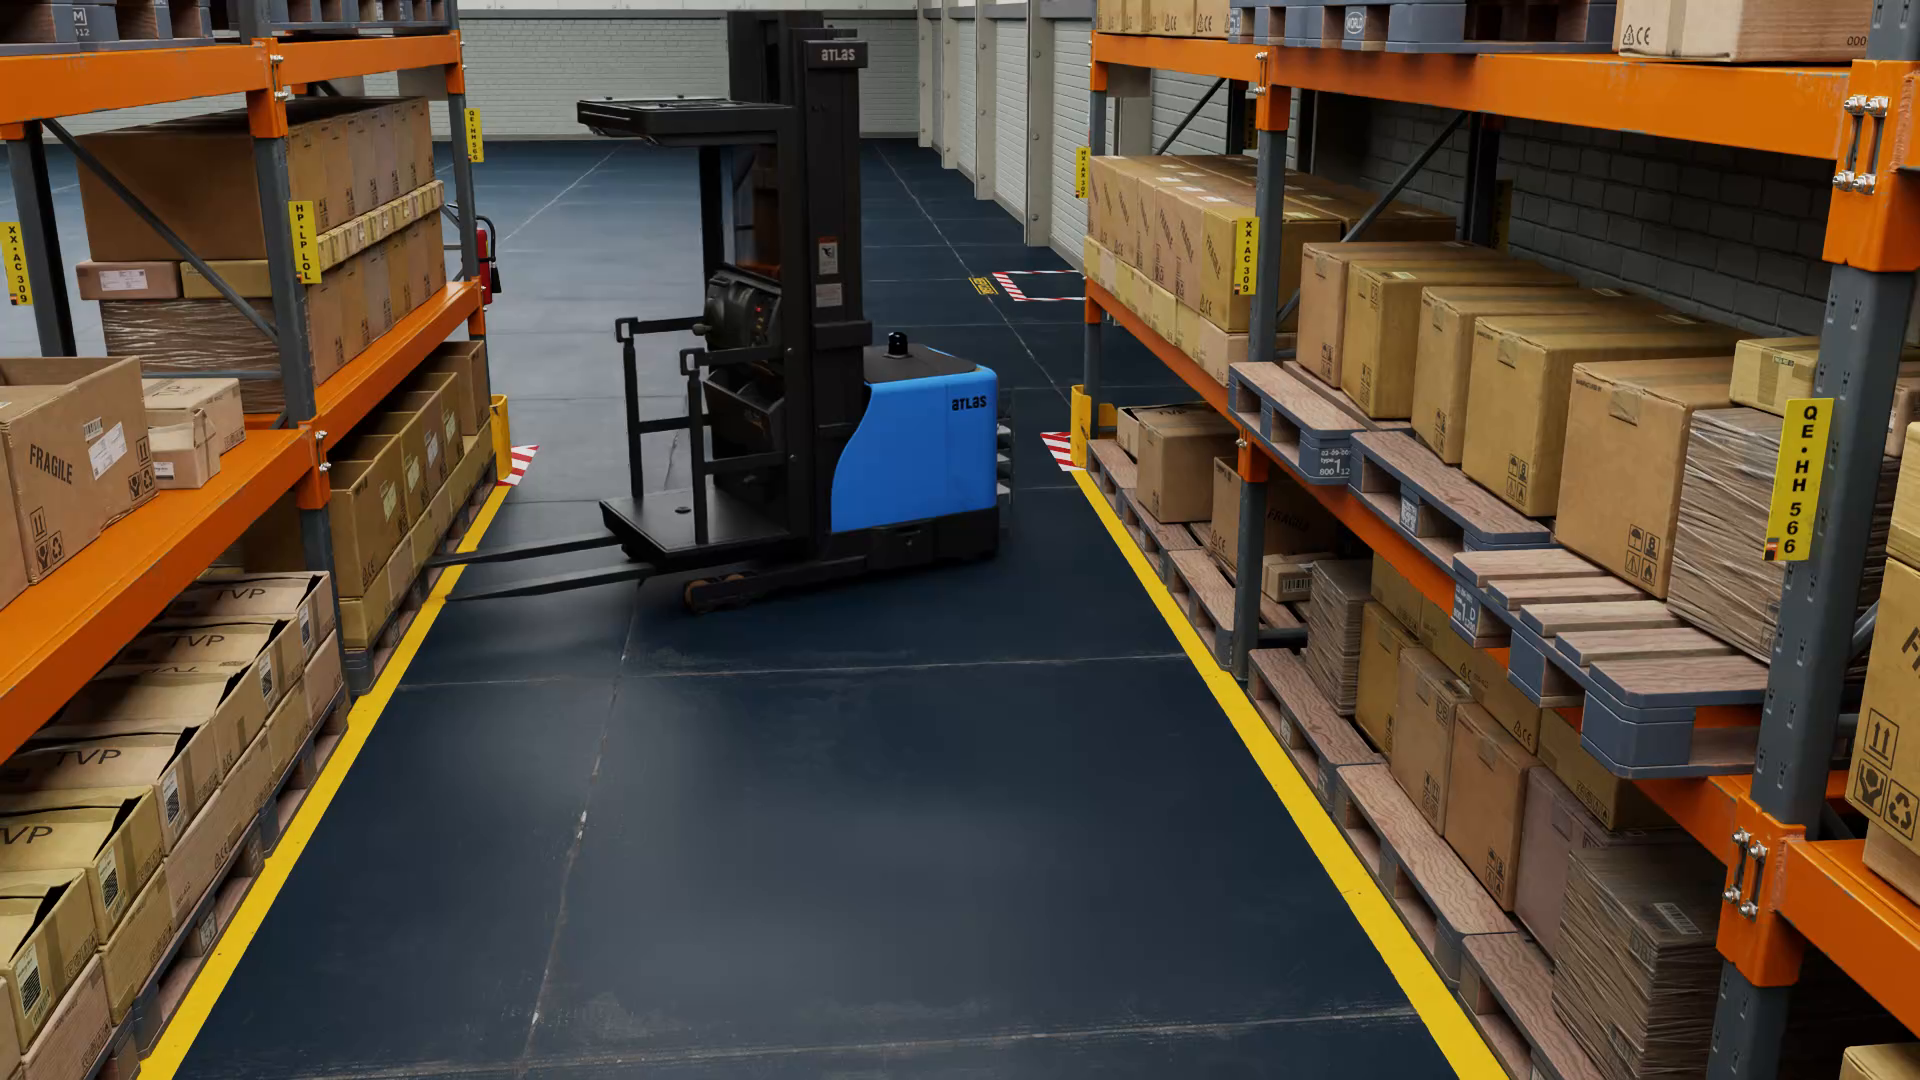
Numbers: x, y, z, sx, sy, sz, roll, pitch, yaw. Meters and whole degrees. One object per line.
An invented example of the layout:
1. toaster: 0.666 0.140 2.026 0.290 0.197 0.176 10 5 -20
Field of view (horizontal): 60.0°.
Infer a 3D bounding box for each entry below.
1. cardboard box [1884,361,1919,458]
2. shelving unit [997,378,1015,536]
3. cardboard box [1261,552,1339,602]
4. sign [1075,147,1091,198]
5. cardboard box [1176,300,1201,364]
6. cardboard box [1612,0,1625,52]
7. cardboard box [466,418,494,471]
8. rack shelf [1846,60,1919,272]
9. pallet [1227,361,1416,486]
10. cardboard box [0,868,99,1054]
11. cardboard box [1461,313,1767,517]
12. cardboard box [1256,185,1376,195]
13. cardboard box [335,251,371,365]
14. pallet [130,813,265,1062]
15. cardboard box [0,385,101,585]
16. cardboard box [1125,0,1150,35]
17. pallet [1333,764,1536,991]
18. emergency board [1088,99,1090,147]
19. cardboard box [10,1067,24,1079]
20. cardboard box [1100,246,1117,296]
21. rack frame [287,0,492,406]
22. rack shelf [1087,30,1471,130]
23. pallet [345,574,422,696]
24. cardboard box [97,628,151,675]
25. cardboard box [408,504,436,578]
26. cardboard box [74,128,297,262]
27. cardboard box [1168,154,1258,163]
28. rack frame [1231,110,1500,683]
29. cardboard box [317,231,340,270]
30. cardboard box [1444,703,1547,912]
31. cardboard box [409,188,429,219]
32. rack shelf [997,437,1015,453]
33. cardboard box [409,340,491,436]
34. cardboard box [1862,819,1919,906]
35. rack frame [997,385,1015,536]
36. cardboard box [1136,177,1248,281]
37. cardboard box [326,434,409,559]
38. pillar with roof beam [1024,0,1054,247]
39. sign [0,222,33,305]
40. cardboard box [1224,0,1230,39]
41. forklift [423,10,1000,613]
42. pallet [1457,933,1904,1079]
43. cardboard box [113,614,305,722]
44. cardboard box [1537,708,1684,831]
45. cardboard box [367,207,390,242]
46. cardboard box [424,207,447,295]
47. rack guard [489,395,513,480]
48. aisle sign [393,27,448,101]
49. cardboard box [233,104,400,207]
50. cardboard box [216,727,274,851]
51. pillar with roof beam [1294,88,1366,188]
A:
1. cardboard box: 2.107 -0.289 3.605 0.380 0.149 0.250 -4 18 -13
2. shelving unit: 0.159 -0.470 9.670 0.258 0.900 0.210 -8 19 -24
3. cardboard box: 1.674 0.172 8.118 0.380 0.166 0.250 -4 18 -13
4. sign: 0.807 -2.400 10.868 0.100 0.325 0.005 -2 18 -6
5. cardboard box: 1.366 -1.030 8.168 0.500 0.250 0.500 -2 18 -5
6. cardboard box: 2.131 -1.499 4.231 0.797 0.503 0.637 1 17 2
7. cardboard box: -3.231 -0.587 10.429 0.500 0.250 0.500 -2 18 -6
8. rack shelf: 2.378 -0.112 1.219 1.077 0.370 4.000 -2 18 -6
9. pallet: 1.694 -0.488 6.544 1.003 0.211 1.213 -2 18 -6
10. cardboard box: -2.579 1.057 4.256 0.500 0.311 0.500 -2 18 -7
11. cardboard box: 1.963 -0.388 5.003 0.700 0.500 0.500 -2 18 -6
12. cardboard box: 1.823 -1.557 8.593 0.500 0.500 0.500 -1 17 -4
13. cardboard box: -3.328 -1.144 8.146 0.700 0.500 0.500 -2 17 -5
14. pallet: -2.924 1.255 5.326 1.003 0.211 1.213 -2 18 -6
15. cardboard box: -2.998 -0.170 5.043 0.500 0.500 0.500 -2 18 -6
16. cardboard box: 1.210 -3.069 9.236 0.500 0.500 0.500 -1 17 -3
17. pallet: 1.970 1.115 5.773 1.003 0.211 1.213 -2 18 -6
18. emergency board: 1.444 -4.347 18.515 0.194 1.169 0.643 -2 18 -6
19. cardboard box: -2.517 1.481 3.843 0.500 0.250 0.500 -2 18 -6
20. cardboard box: 1.149 -1.632 10.085 0.500 0.250 0.500 -2 18 -7
21. rack frame: -3.580 -1.849 10.560 1.000 3.000 0.127 -2 18 -6
22. rack shelf: 1.553 -2.496 8.811 1.077 0.370 4.000 -2 18 -6
23. pallet: -3.208 0.435 7.940 1.003 0.211 1.213 -2 18 -6
24. cardboard box: -3.326 0.466 6.137 0.500 0.311 0.500 -2 18 -6
25. cardboard box: -3.007 0.008 8.533 0.500 0.250 0.500 -2 18 -6
26. cardboard box: -3.219 -1.456 6.975 0.700 0.500 0.500 -2 18 -5
27. cardboard box: 1.607 -2.165 10.532 0.500 0.500 0.500 -2 18 -6
28. rack frame: 1.759 -0.812 7.255 1.000 3.000 0.127 -2 18 -6
29. cardboard box: -3.085 -1.331 7.657 0.380 0.149 0.250 -2 18 -6
30. cardboard box: 2.029 0.846 5.415 0.700 0.500 0.500 -2 18 -6
31. cardboard box: -3.296 -1.944 9.613 0.380 0.149 0.250 -2 18 -6
32. rack shelf: 0.159 -0.524 9.653 0.258 0.077 0.200 -8 19 -24
33. cardboard box: -3.229 -0.945 10.317 0.500 0.500 0.500 -2 18 -6
34. cardboard box: 1.976 0.596 3.158 0.380 0.149 0.250 -2 18 -6
35. rack frame: 0.203 -0.442 9.583 0.240 0.900 0.006 -8 19 -24
36. cardboard box: 1.250 -1.693 9.026 0.500 0.500 0.500 -1 17 -4
37. cardboard box: -2.963 -0.200 7.945 0.500 0.500 0.500 -2 18 -6
38. pillar with roof beam: -3.240 -8.126 20.537 9.100 9.000 0.400 -2 18 -6
39. sign: -3.719 -1.091 6.566 0.100 0.325 0.005 -2 18 -6
40. cardboard box: 1.461 -2.444 7.245 0.500 0.500 0.500 -1 17 -4
41. forklift: -1.318 -1.205 8.623 3.031 2.935 1.130 -10 20 -28
42. pallet: 2.093 1.478 4.618 1.003 0.211 1.213 -2 18 -6
43. cardboard box: -2.781 0.453 6.180 0.500 0.311 0.500 -1 17 -4
44. cardboard box: 2.049 0.620 4.880 0.500 0.250 0.500 -1 17 -5
45. cardboard box: -3.189 -1.637 8.632 0.380 0.149 0.250 -2 18 -6
46. cardboard box: -3.545 -1.758 10.101 0.700 0.500 0.500 -2 18 -6
47. rack guard: -3.582 -0.664 10.957 1.175 0.500 0.348 -2 18 -6
48. aisle sign: -3.295 -3.118 10.262 0.394 0.787 0.004 -2 18 -6
49. cardboard box: -3.427 -2.054 8.879 0.700 0.500 0.500 -2 18 -5
50. cardboard box: -2.733 0.872 5.782 0.500 0.250 0.500 -1 17 -4
51. pillar with roof beam: -2.003 -4.551 9.149 9.100 9.000 0.400 -2 18 -6
